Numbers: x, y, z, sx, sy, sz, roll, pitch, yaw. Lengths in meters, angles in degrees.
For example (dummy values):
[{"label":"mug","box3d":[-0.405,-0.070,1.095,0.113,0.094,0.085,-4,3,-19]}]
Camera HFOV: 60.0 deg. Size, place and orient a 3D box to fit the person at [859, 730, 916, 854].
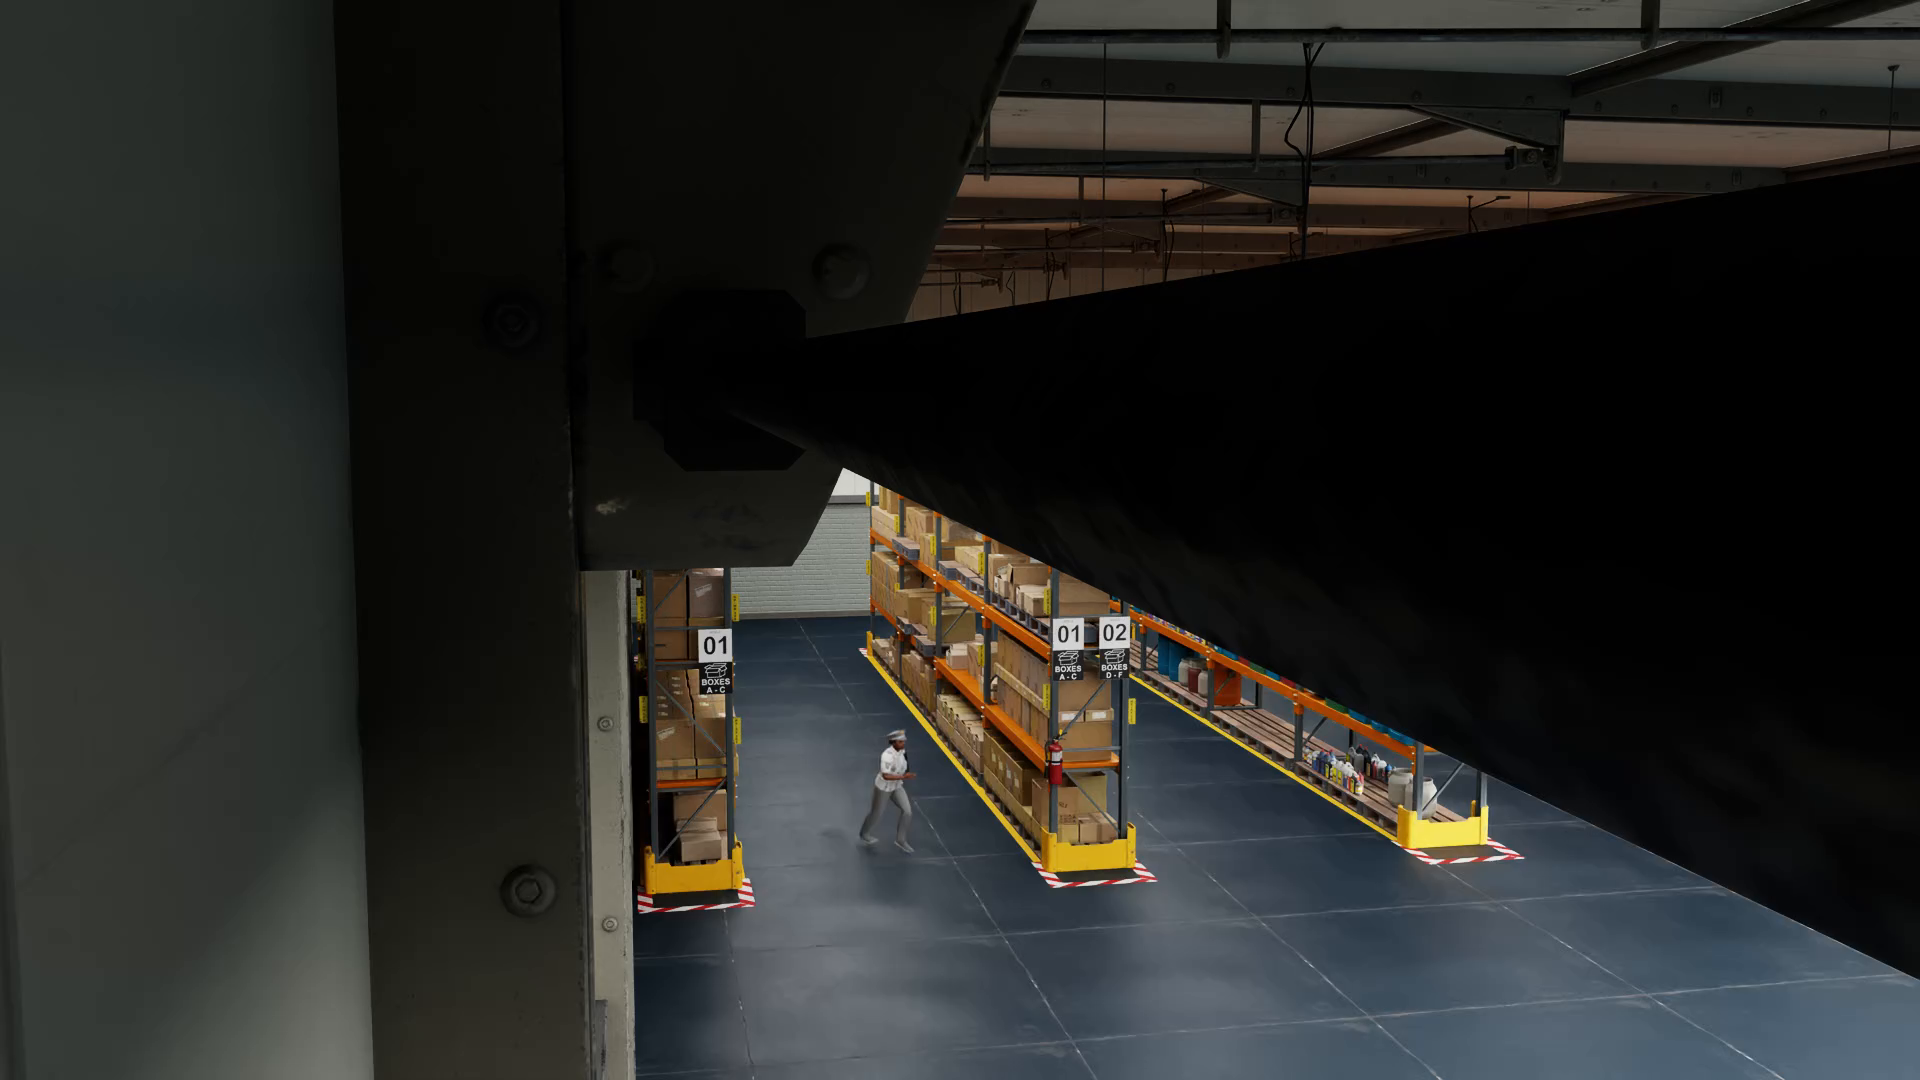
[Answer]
[{"label":"person","box3d":[-0.921,3.257,21.725,0.953,1.664,0.576,5,8,40]}]
